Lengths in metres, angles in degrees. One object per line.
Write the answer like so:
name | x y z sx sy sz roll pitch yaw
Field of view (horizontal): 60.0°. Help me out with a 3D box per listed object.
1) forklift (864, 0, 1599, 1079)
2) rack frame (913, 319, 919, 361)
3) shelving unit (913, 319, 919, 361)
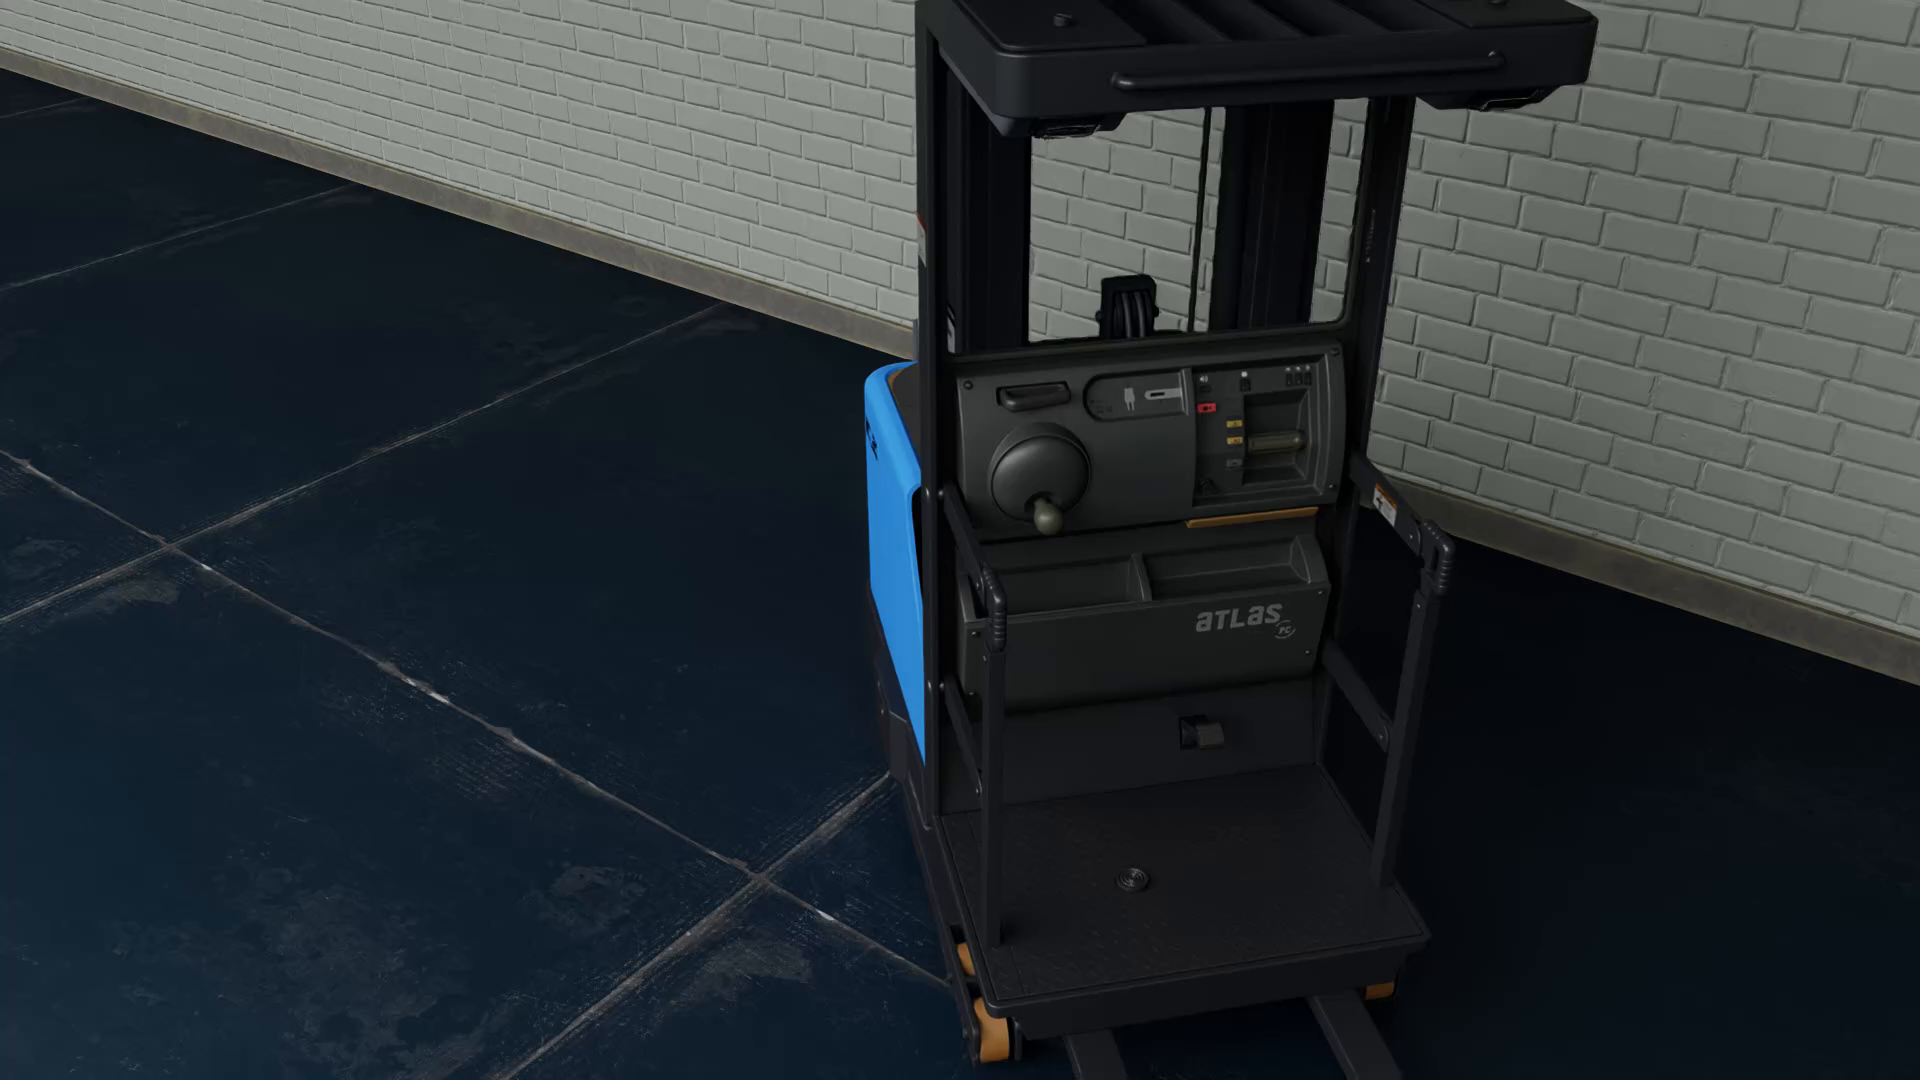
forklift | 0.500 -0.187 3.691 1.130 2.935 3.031 -6 31 -10
rack frame | -0.066 -0.342 5.945 0.240 0.900 0.006 21 37 31
shelving unit | -0.005 -0.384 6.015 0.258 0.900 0.210 21 37 31
